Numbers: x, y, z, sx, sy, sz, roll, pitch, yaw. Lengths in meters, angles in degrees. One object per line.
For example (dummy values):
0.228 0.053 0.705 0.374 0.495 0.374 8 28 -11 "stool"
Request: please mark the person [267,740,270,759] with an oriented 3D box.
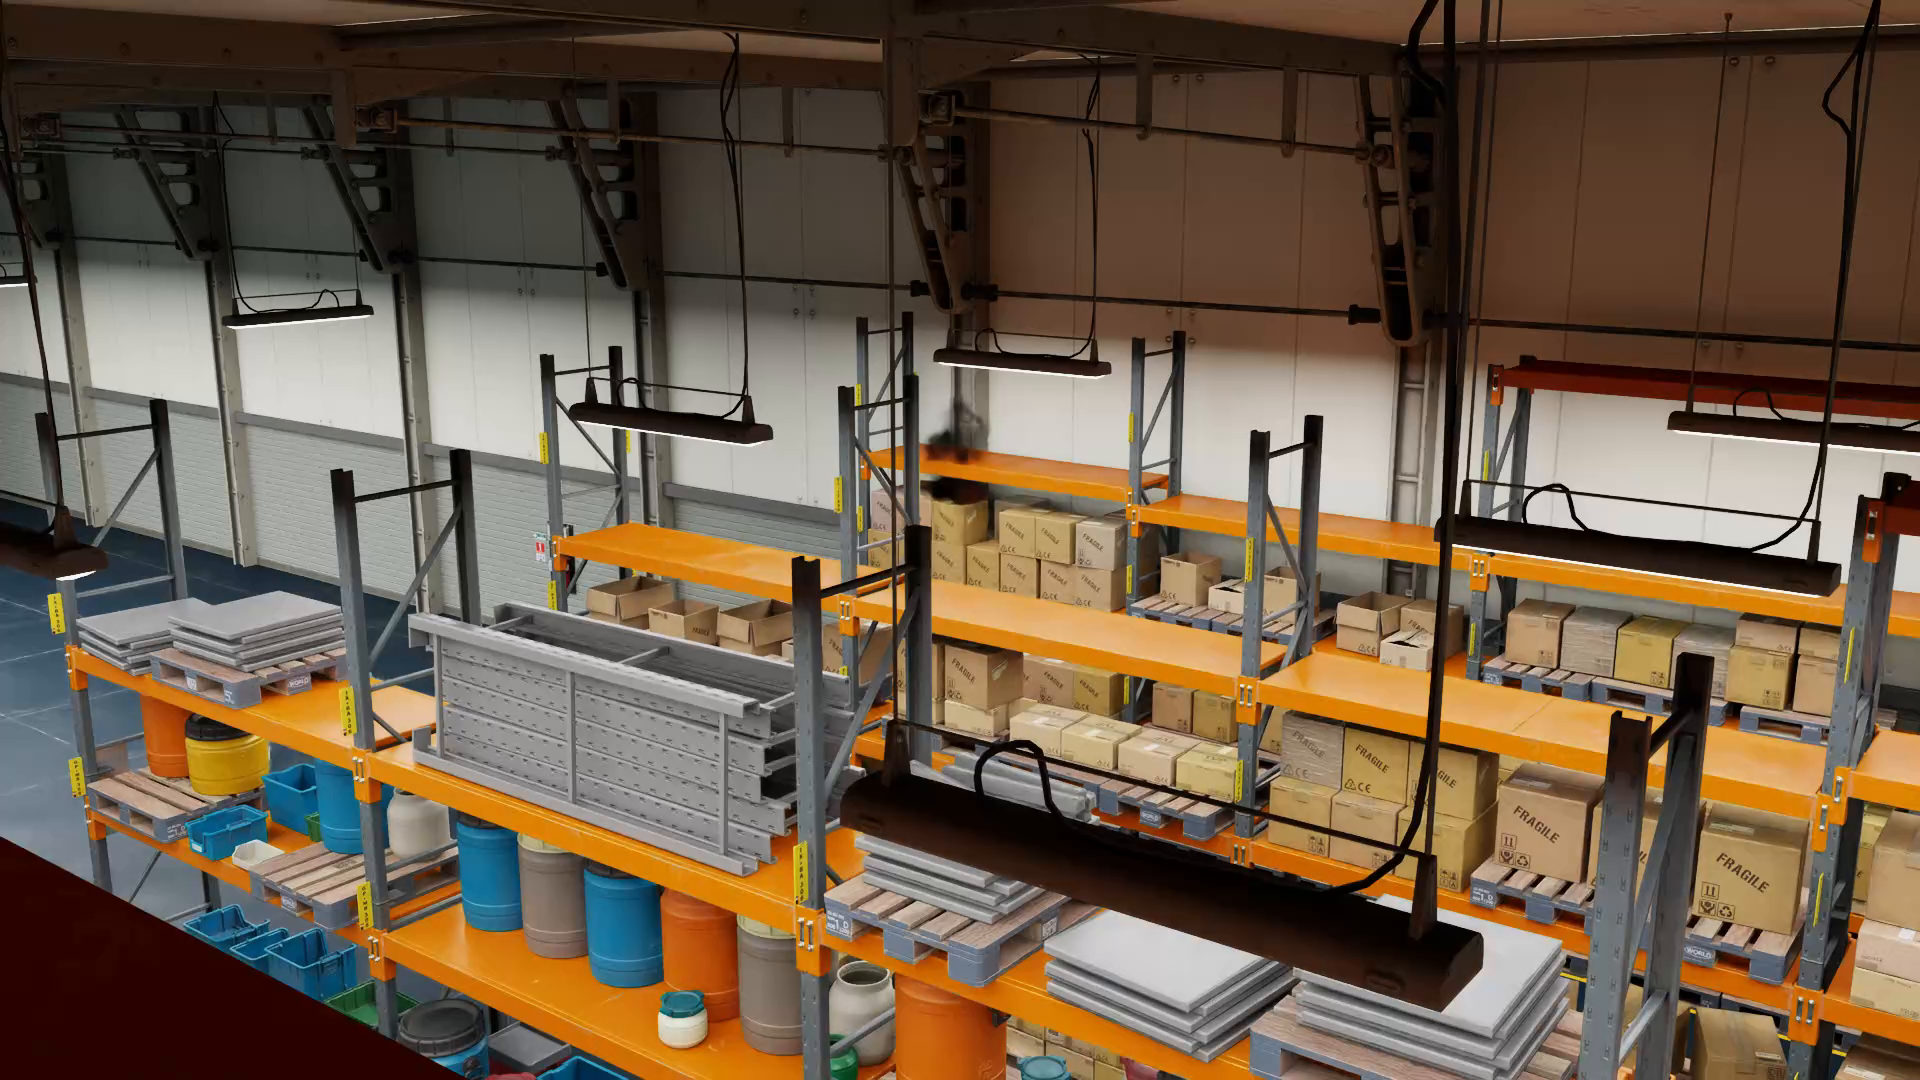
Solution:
-8.462 2.646 20.052 0.810 1.768 0.669 -8 15 -30 "person"
